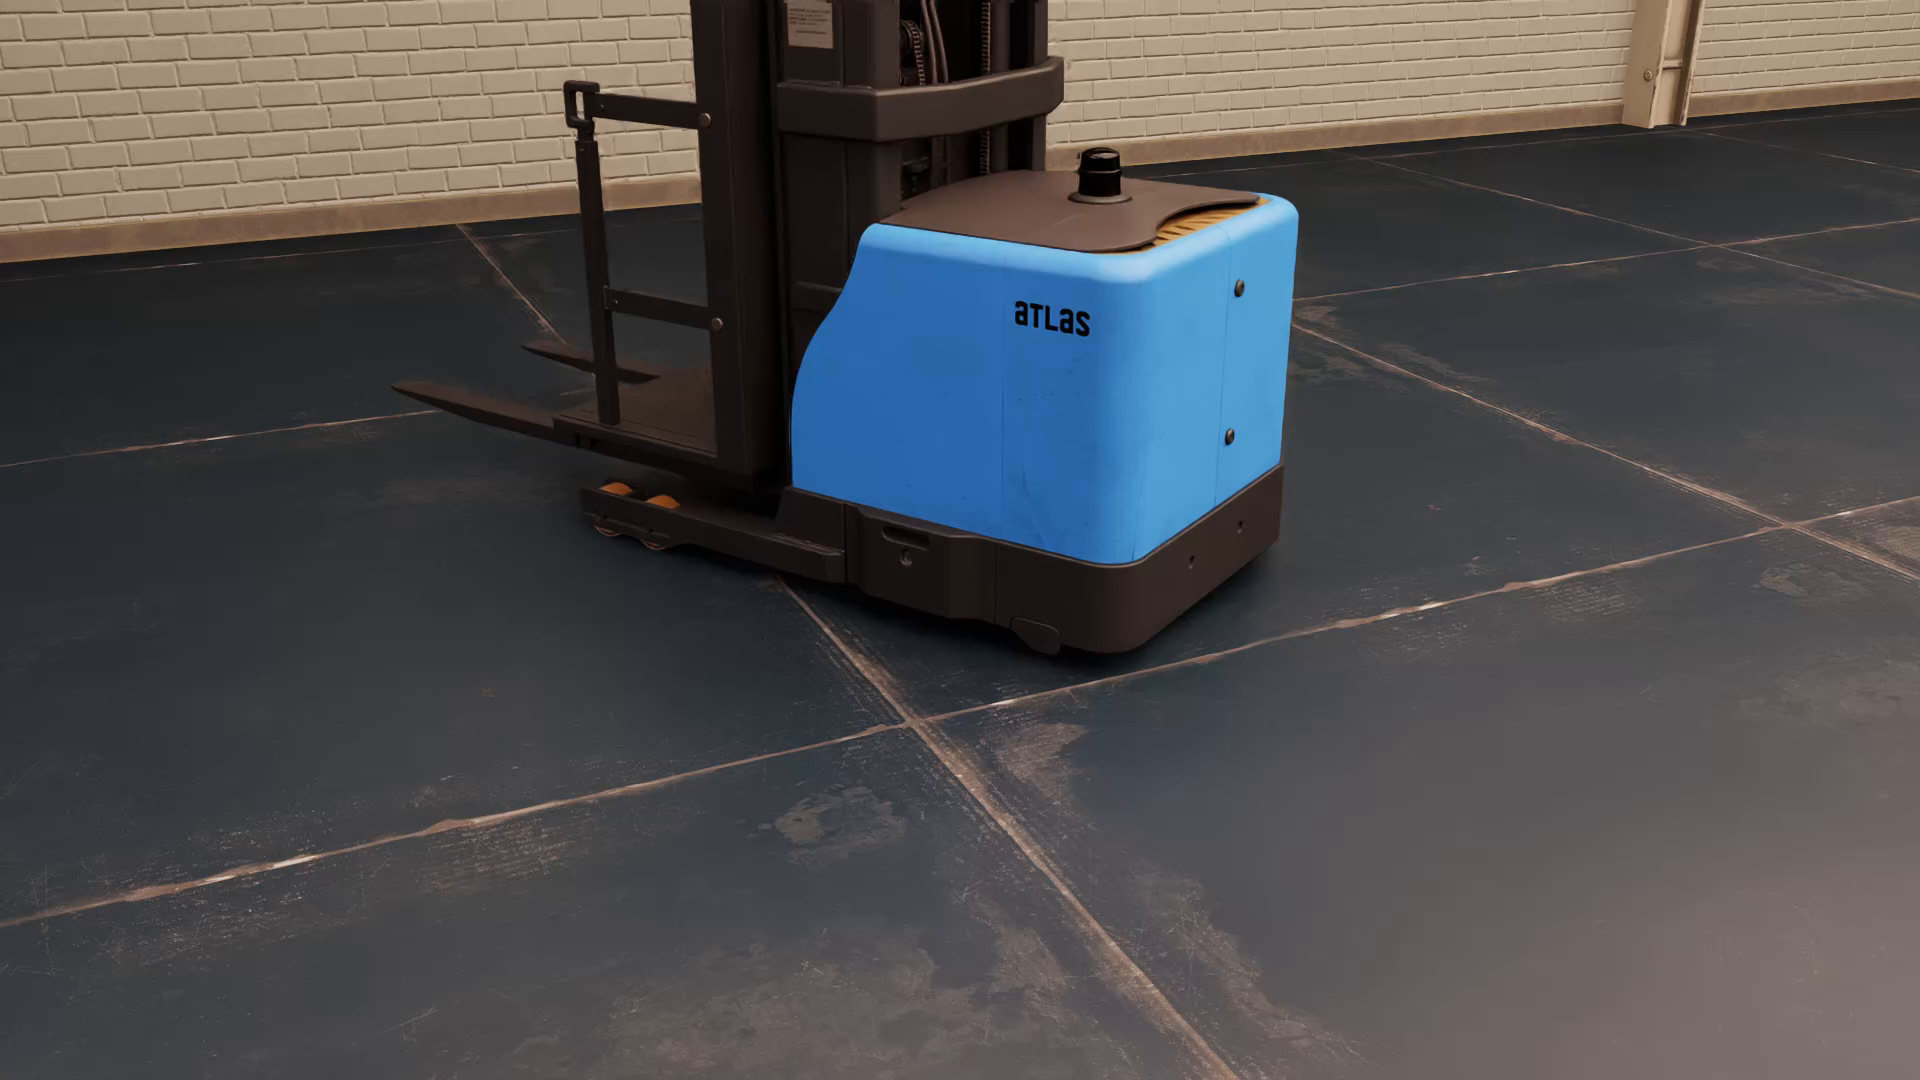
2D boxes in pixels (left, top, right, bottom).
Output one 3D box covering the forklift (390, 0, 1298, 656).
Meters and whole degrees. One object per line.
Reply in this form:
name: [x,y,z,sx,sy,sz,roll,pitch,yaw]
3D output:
forklift: [-0.559,-1.473,4.833,3.031,2.935,1.130,14,27,31]
